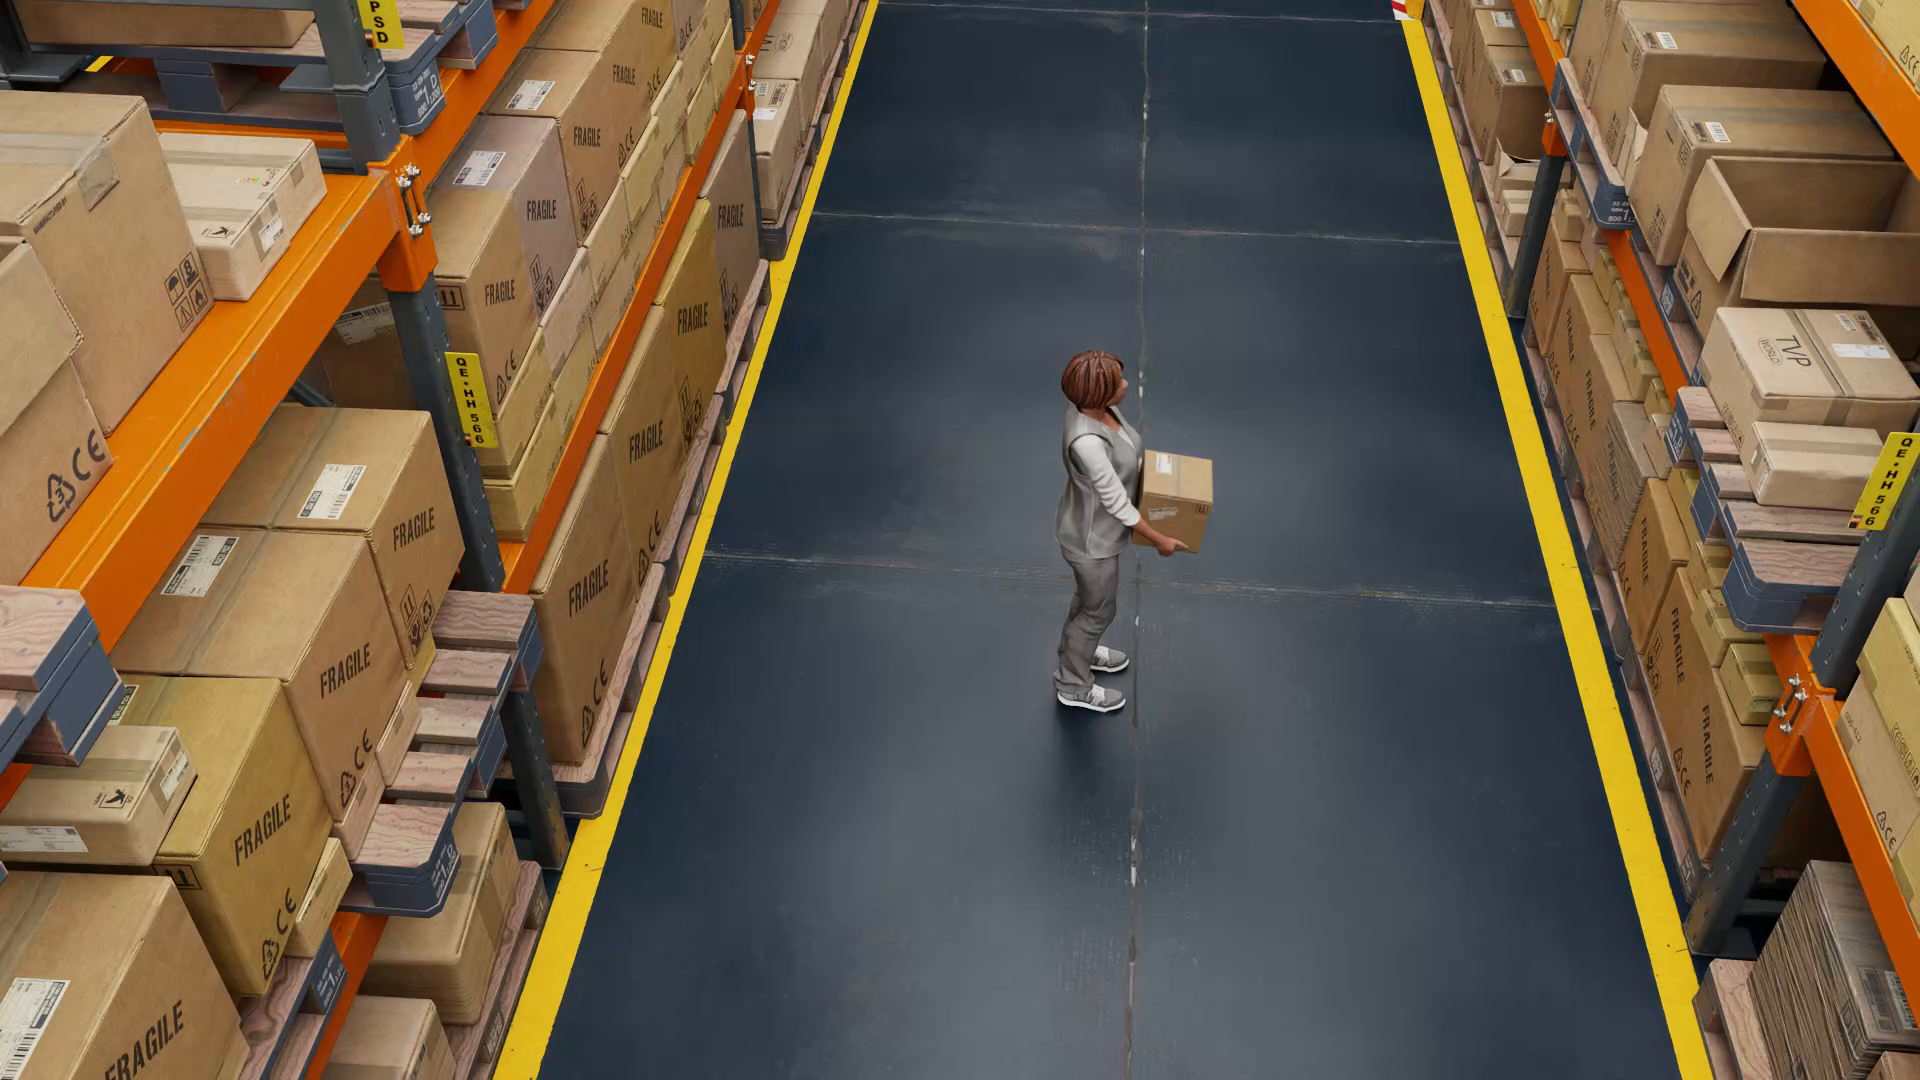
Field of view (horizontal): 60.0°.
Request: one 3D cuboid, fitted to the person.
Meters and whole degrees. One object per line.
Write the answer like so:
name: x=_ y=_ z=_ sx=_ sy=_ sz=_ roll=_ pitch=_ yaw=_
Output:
person: x=0.596 y=-0.022 z=6.195 sx=0.494 sy=1.593 sz=0.404 roll=4 pitch=41 yaw=5
